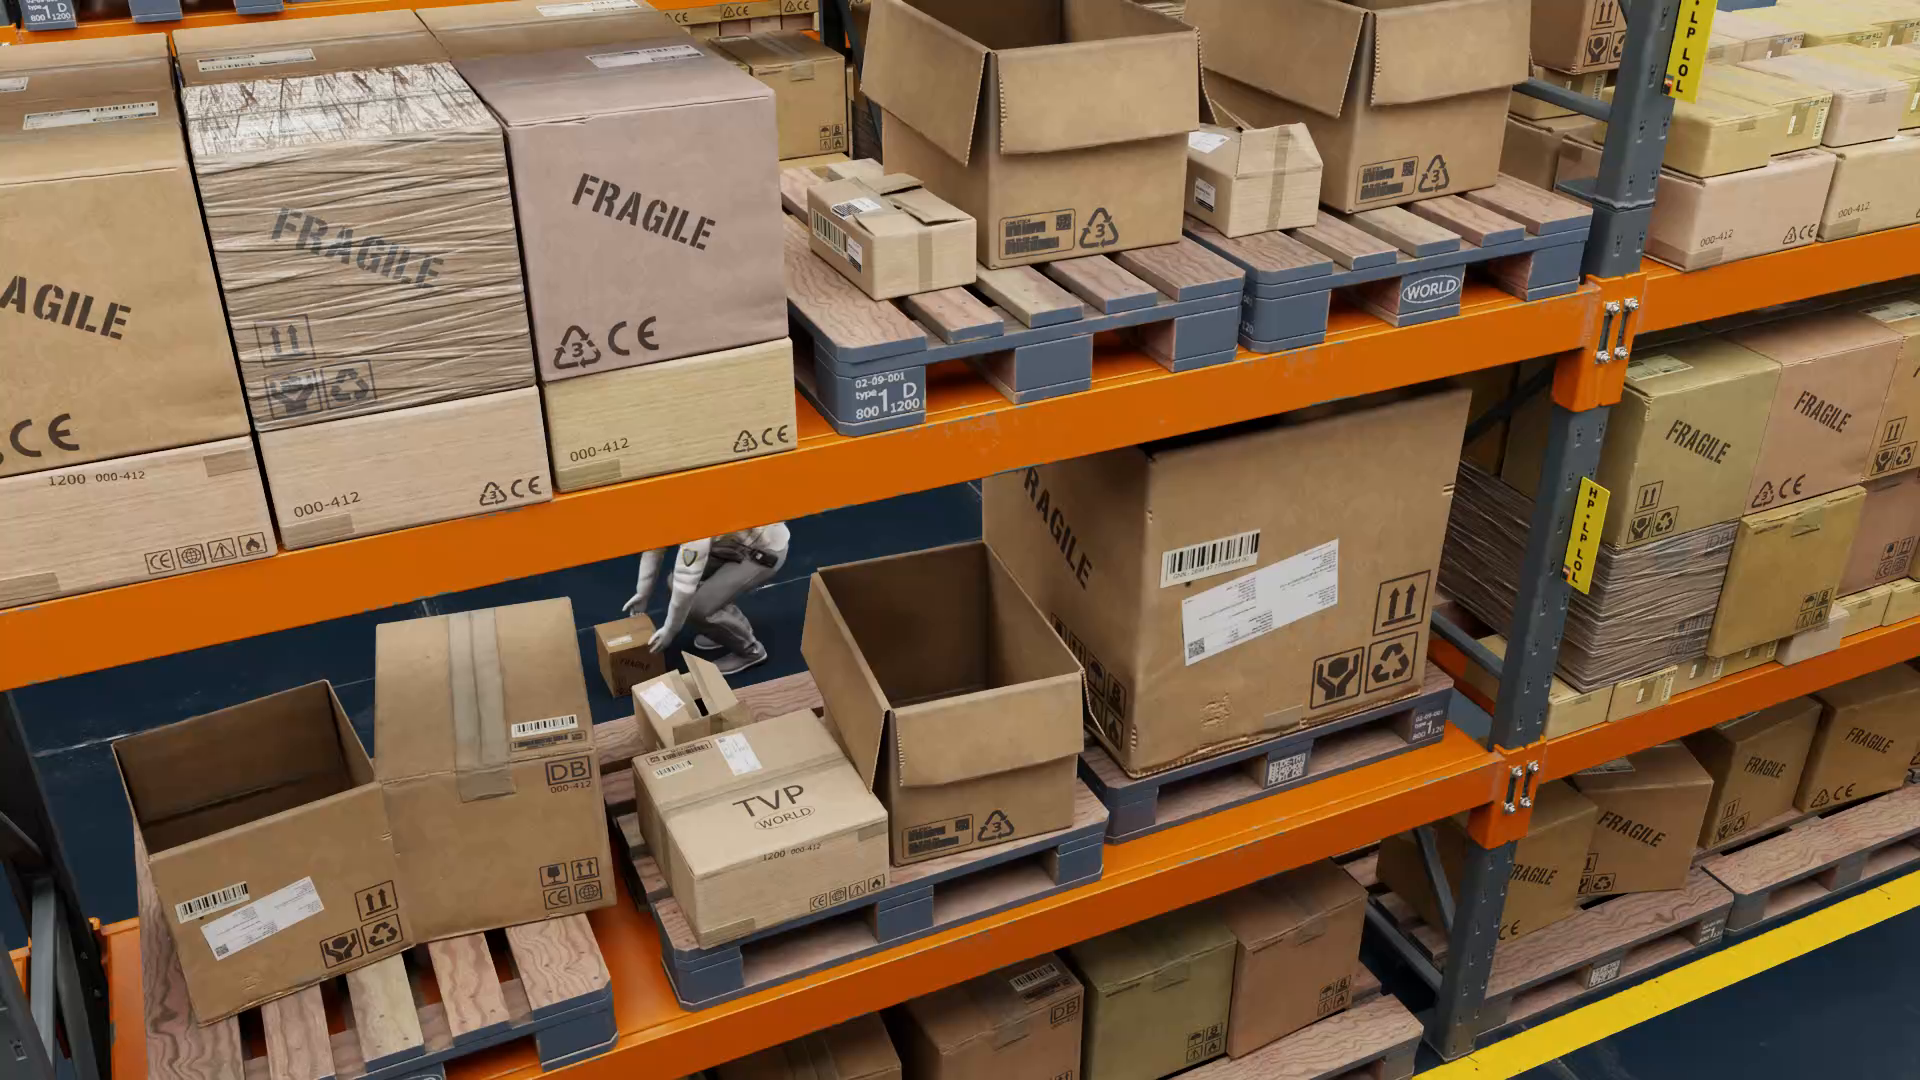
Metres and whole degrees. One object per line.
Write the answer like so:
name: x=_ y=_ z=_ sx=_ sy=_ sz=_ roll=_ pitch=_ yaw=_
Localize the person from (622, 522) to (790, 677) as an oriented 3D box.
person: x=-1.167 y=0.114 z=7.532 sx=0.826 sy=1.072 sz=0.505 roll=-13 pitch=32 yaw=-22
